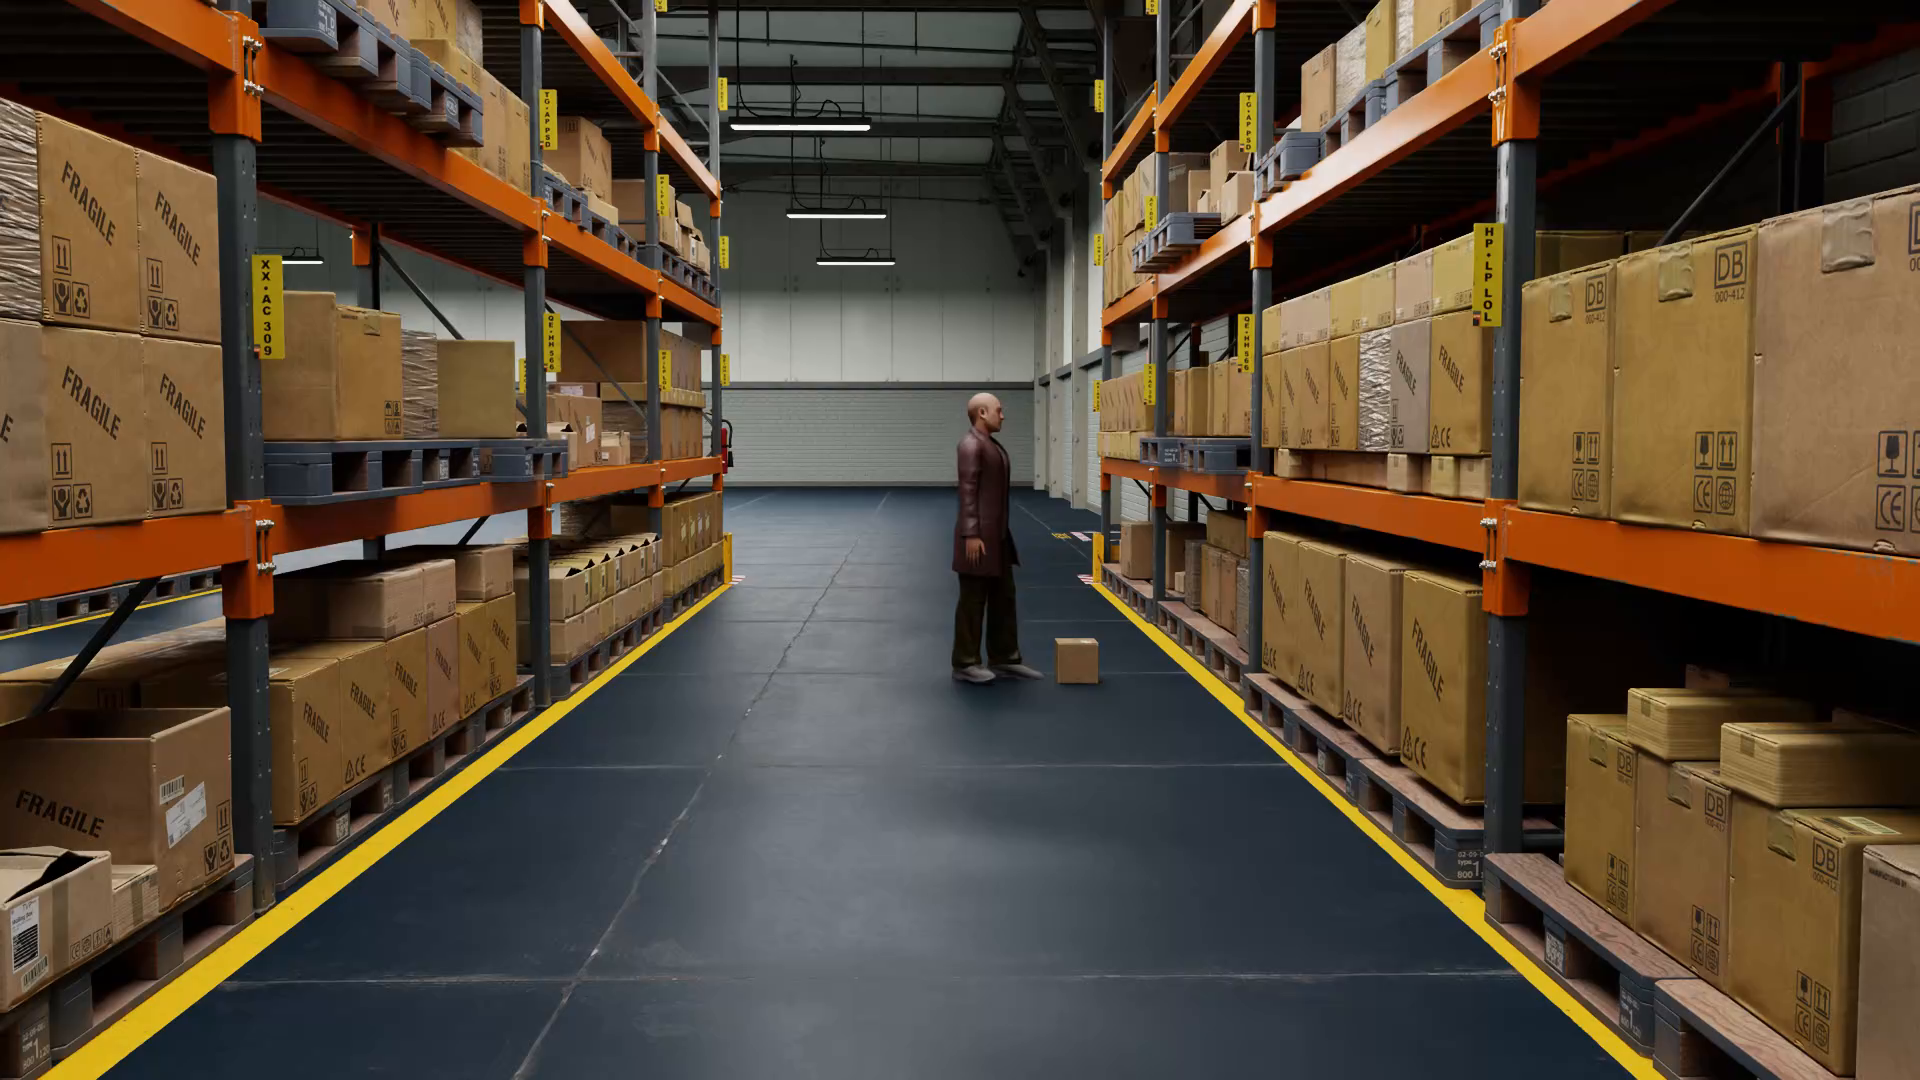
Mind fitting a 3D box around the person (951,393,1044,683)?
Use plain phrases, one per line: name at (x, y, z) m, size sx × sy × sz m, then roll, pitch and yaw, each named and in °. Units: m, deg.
person at (0.201, -0.002, 10.244) m, size 0.529 × 1.806 × 0.649 m, roll 1°, pitch 4°, yaw 19°
